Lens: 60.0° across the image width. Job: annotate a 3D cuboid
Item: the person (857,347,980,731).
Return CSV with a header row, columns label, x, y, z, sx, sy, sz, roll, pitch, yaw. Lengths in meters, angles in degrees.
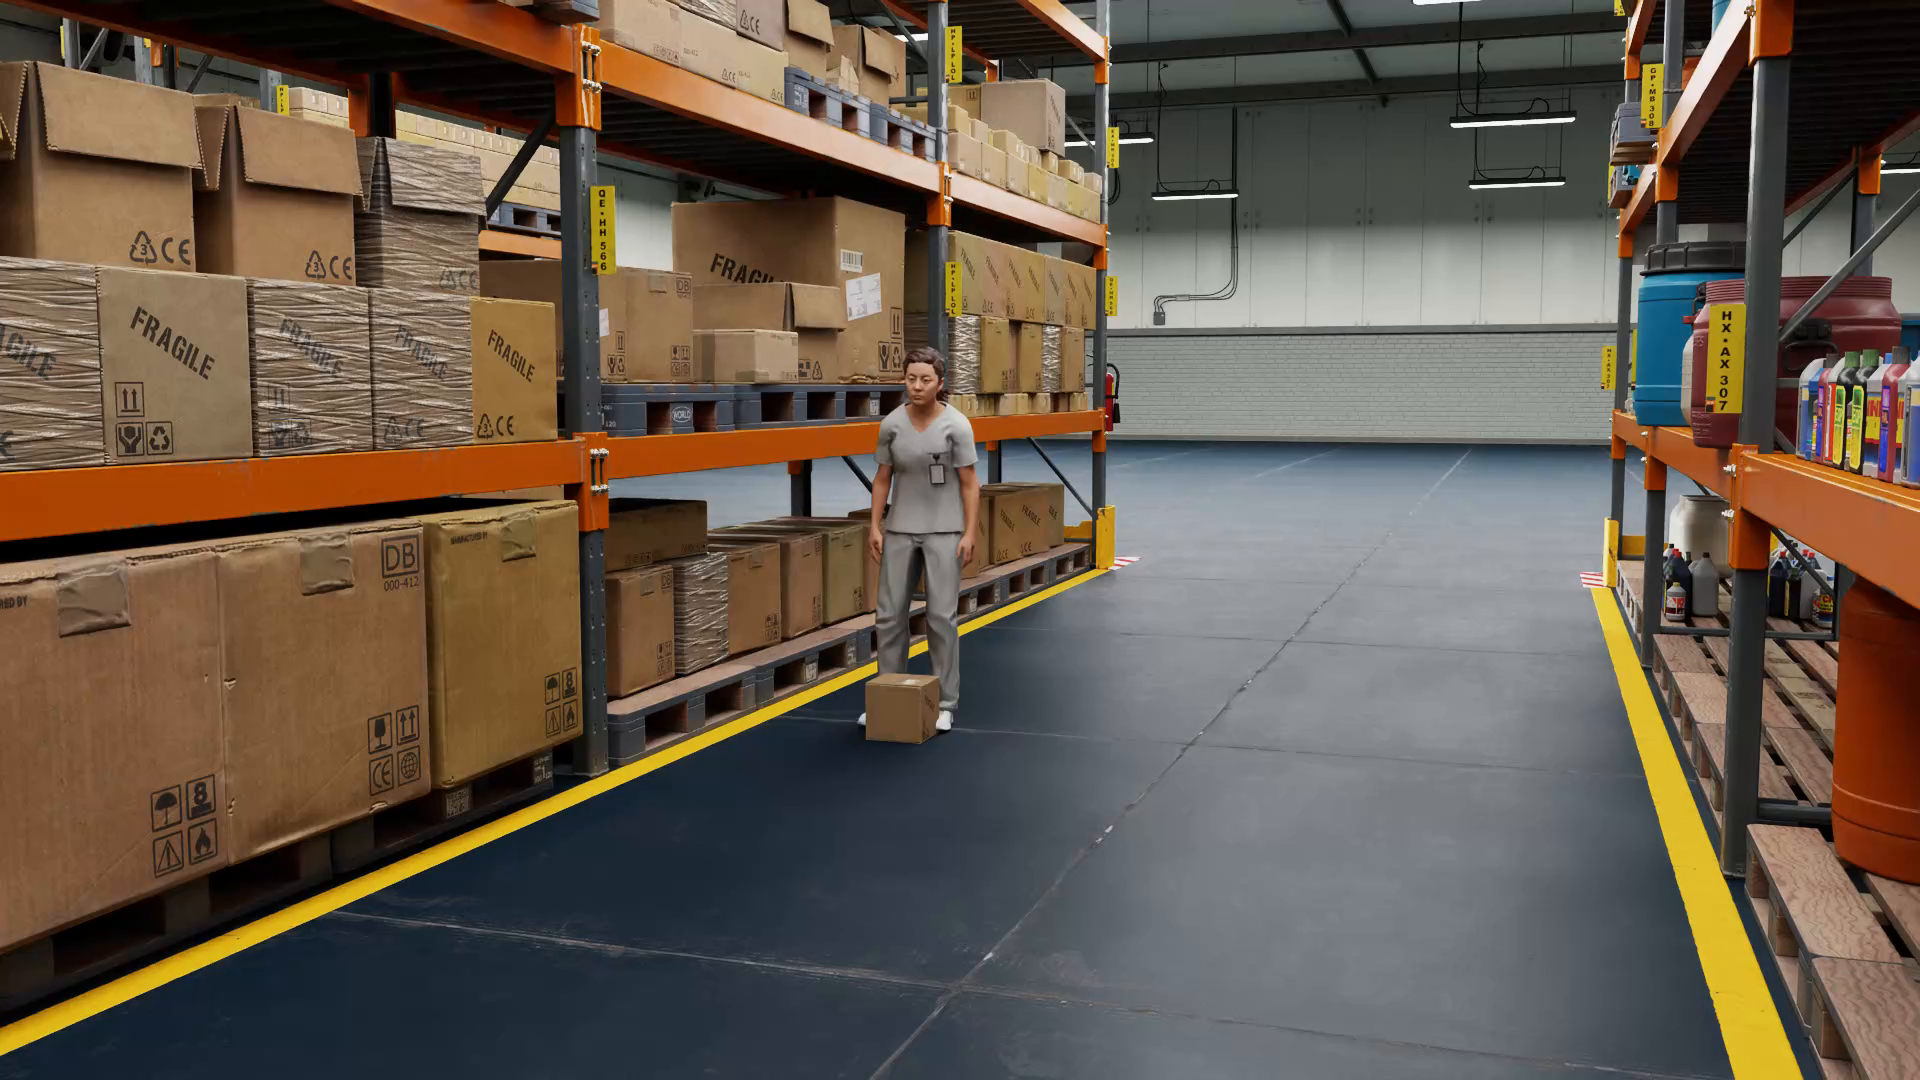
label,x,y,z,sx,sy,sz,roll,pitch,yaw
person,-0.172,0.002,7.309,0.512,1.651,0.363,1,5,15
